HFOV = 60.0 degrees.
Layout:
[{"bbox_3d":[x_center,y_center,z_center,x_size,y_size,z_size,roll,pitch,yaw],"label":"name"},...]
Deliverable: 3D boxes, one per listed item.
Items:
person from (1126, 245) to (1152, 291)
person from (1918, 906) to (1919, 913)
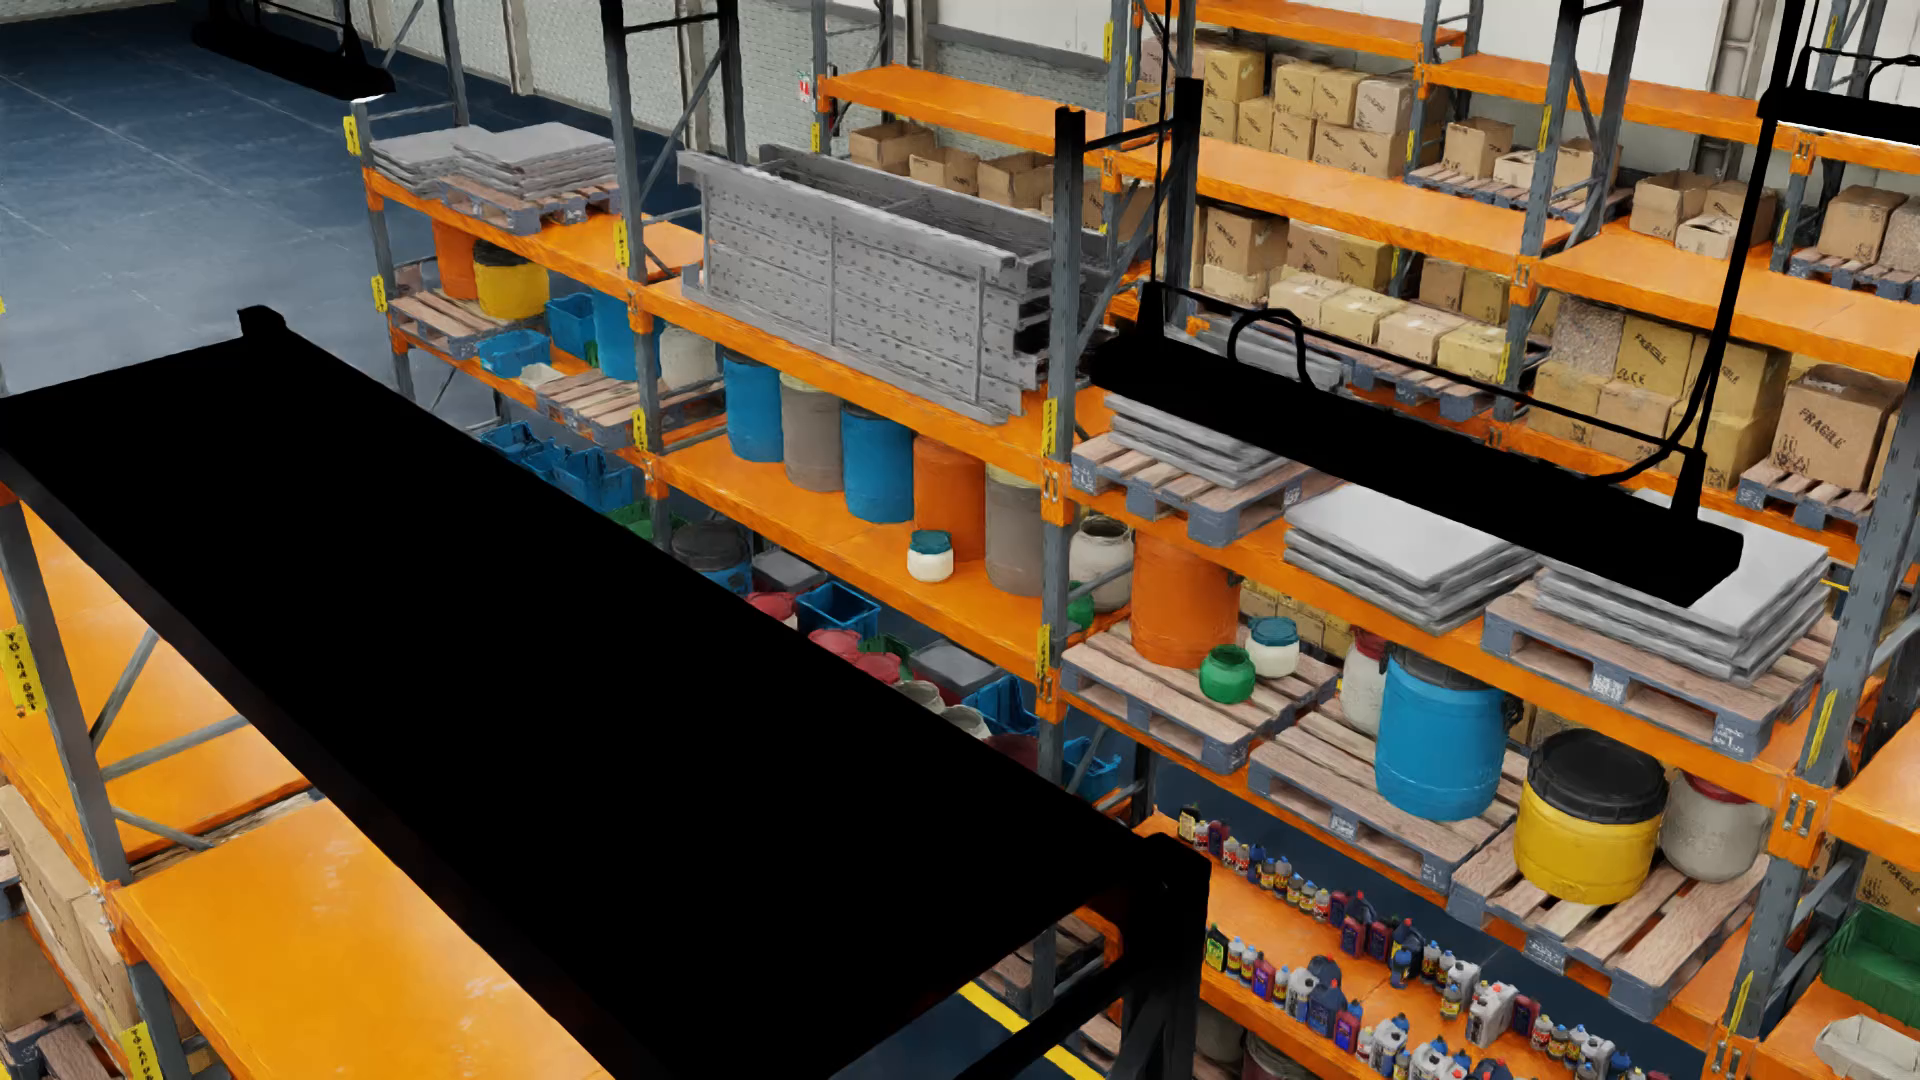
[{"bbox_3d":[2.274,-2.851,20.390,0.601,1.664,0.396,15,32,26],"label":"person"},{"bbox_3d":[5.723,2.856,9.738,0.578,1.714,0.719,24,37,38],"label":"person"}]
